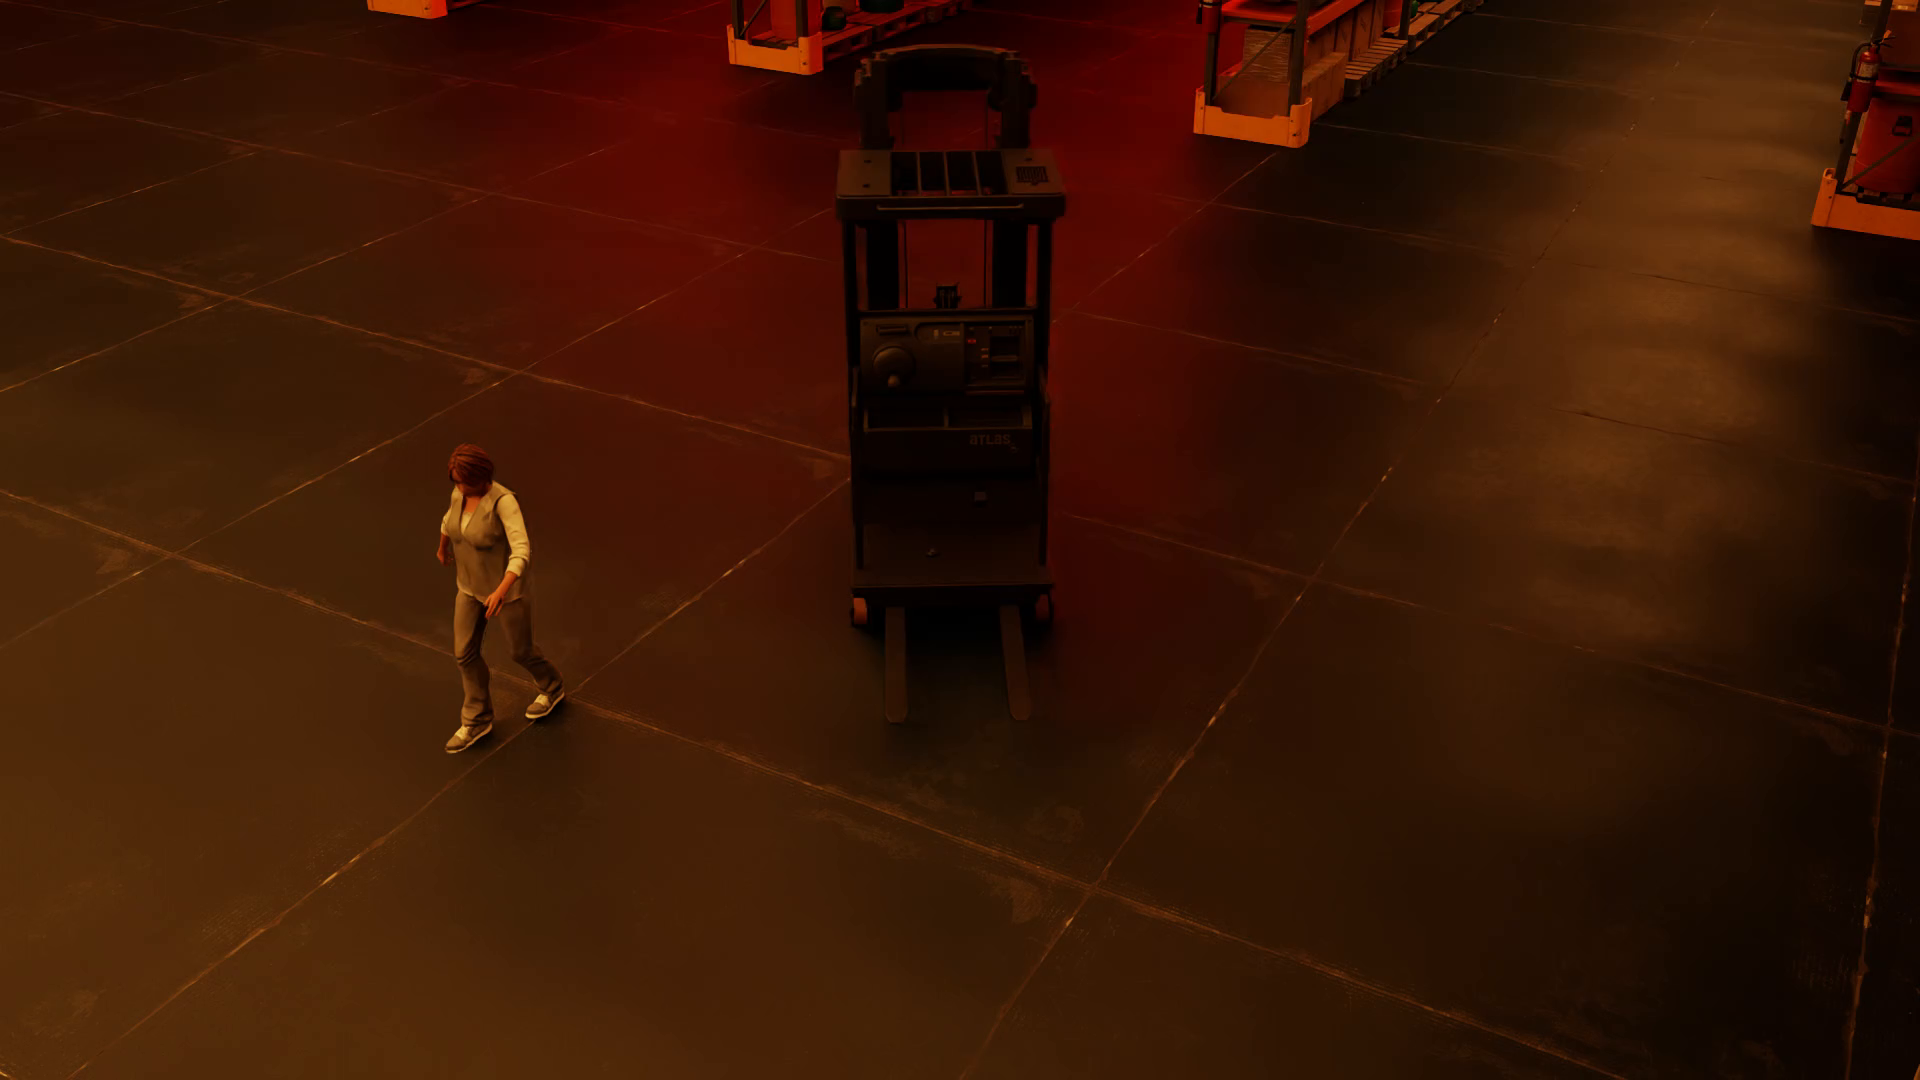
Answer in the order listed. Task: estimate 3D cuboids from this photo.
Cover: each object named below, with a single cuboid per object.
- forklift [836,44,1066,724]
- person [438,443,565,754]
[{"bbox_3d":[-0.057,-0.955,8.726,1.130,2.935,3.031,-1,30,-2],"label":"forklift"},{"bbox_3d":[-2.305,0.260,8.008,0.826,1.573,0.701,15,33,24],"label":"person"}]
